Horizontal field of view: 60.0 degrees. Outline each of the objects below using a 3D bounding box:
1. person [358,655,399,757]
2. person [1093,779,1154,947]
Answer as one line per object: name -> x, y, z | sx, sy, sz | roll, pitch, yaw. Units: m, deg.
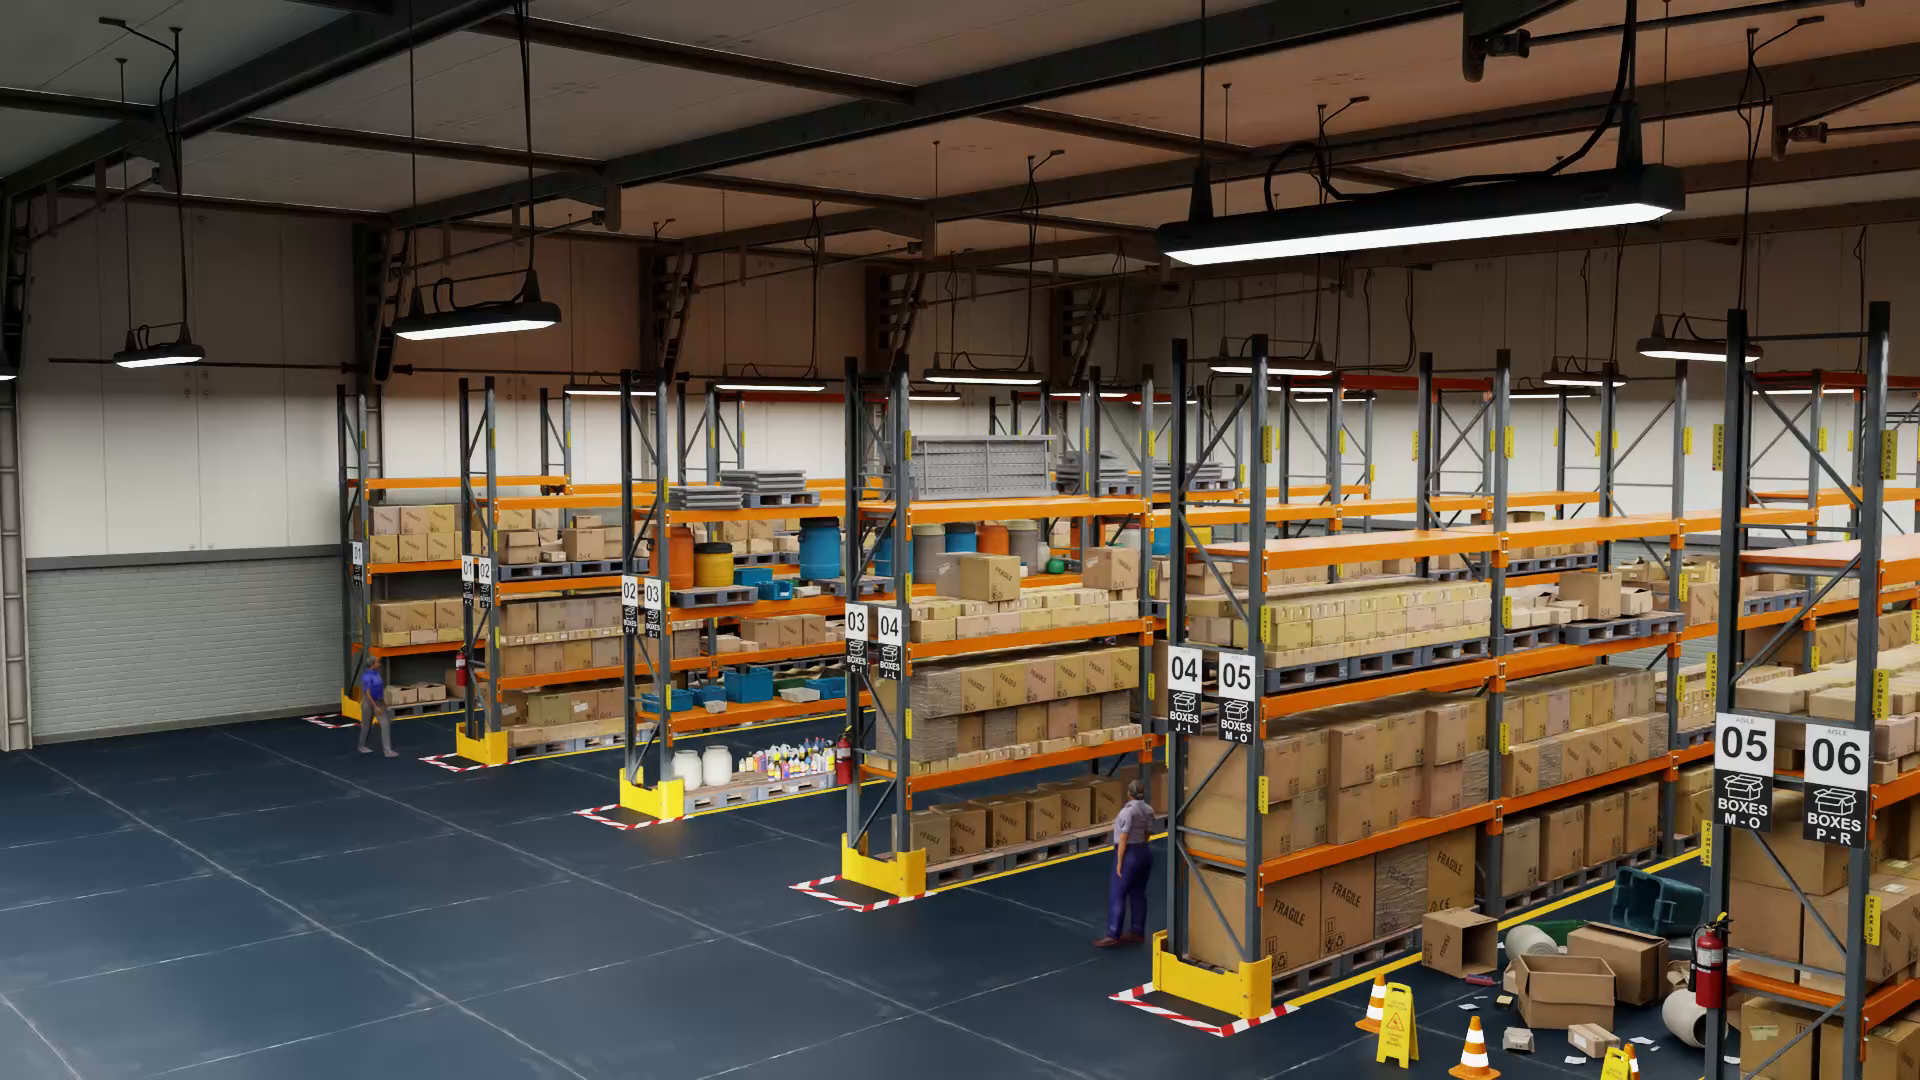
person -> -9.247, 2.620, 26.261 | 0.402, 1.598, 0.973 | -4, 5, -44
person -> 1.669, 3.242, 16.757 | 0.423, 1.662, 0.610 | 3, 5, 39
